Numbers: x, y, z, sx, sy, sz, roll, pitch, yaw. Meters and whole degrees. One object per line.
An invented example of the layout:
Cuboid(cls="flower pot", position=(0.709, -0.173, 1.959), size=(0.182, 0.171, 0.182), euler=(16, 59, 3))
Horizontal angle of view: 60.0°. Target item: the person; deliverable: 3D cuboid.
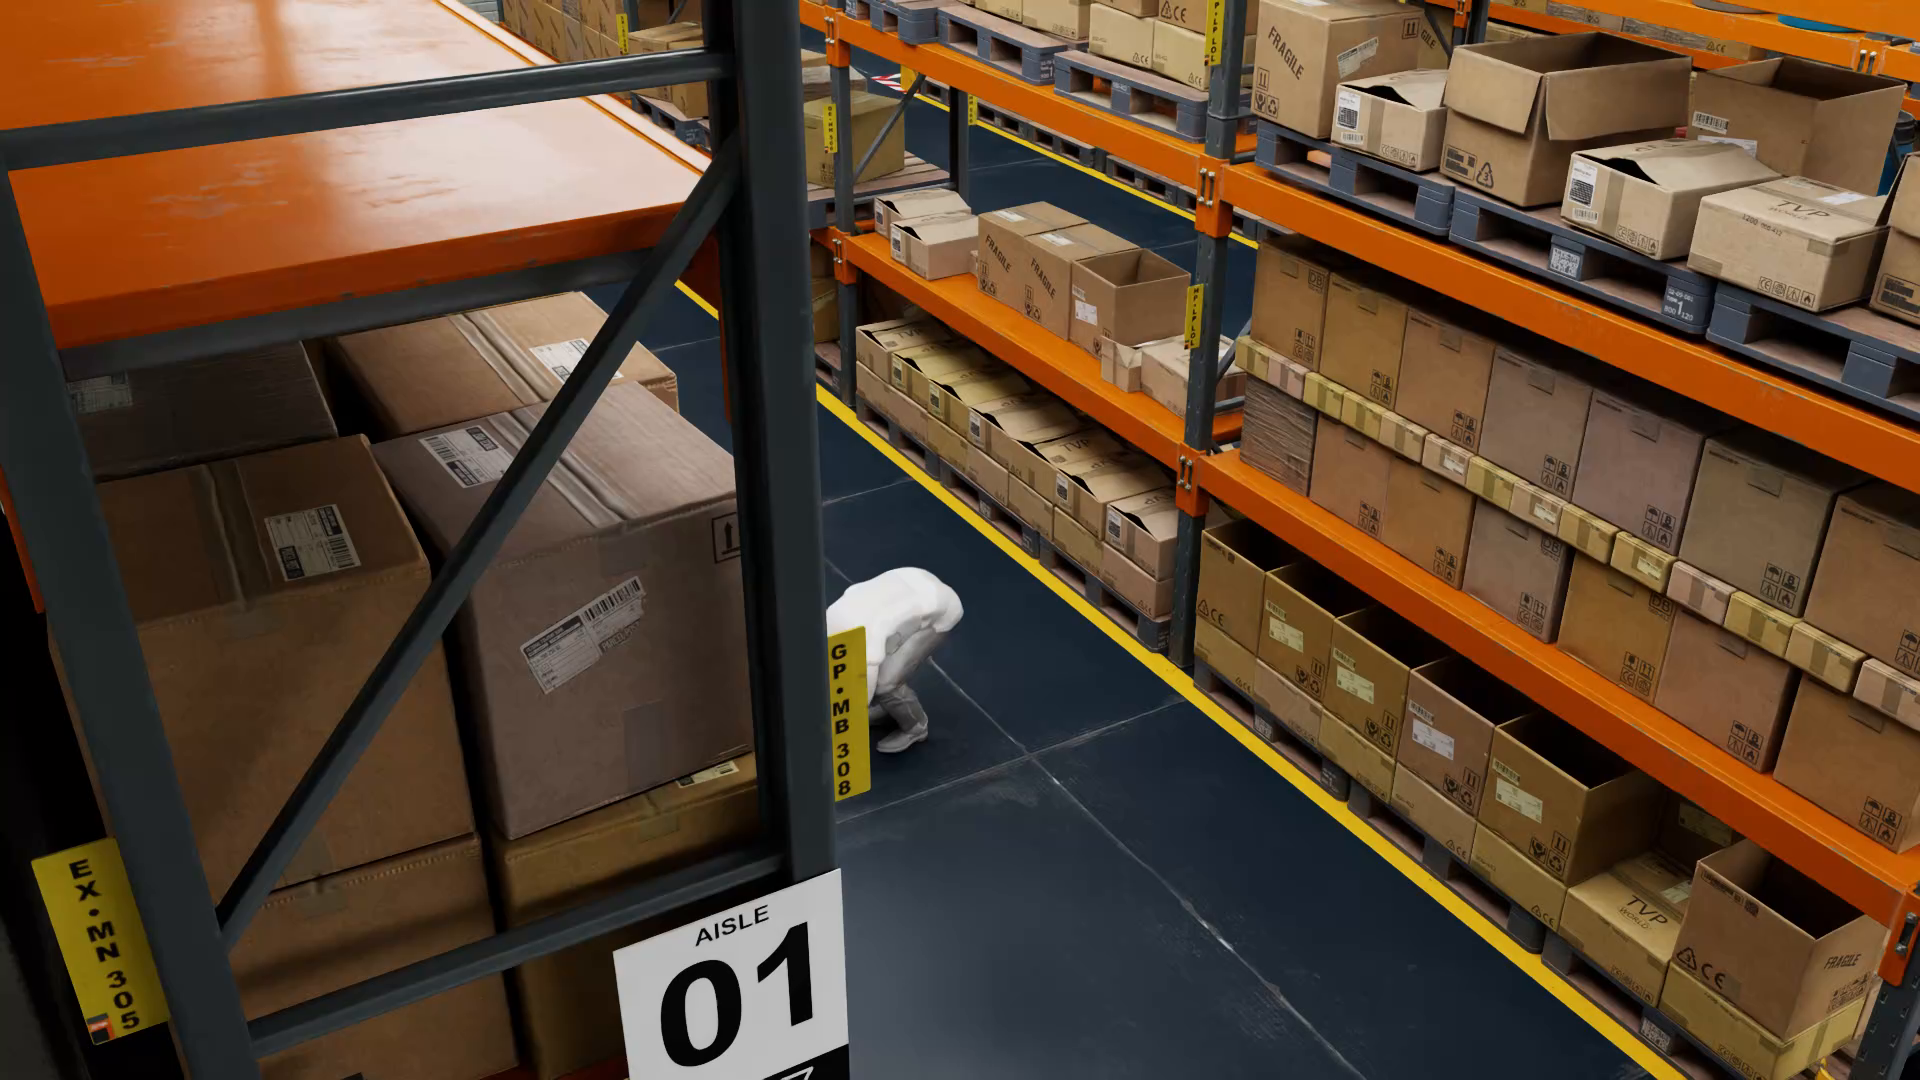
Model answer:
Cuboid(cls="person", position=(-0.448, 0.639, 8.286), size=(0.977, 0.907, 0.515), euler=(-17, 33, -28))
